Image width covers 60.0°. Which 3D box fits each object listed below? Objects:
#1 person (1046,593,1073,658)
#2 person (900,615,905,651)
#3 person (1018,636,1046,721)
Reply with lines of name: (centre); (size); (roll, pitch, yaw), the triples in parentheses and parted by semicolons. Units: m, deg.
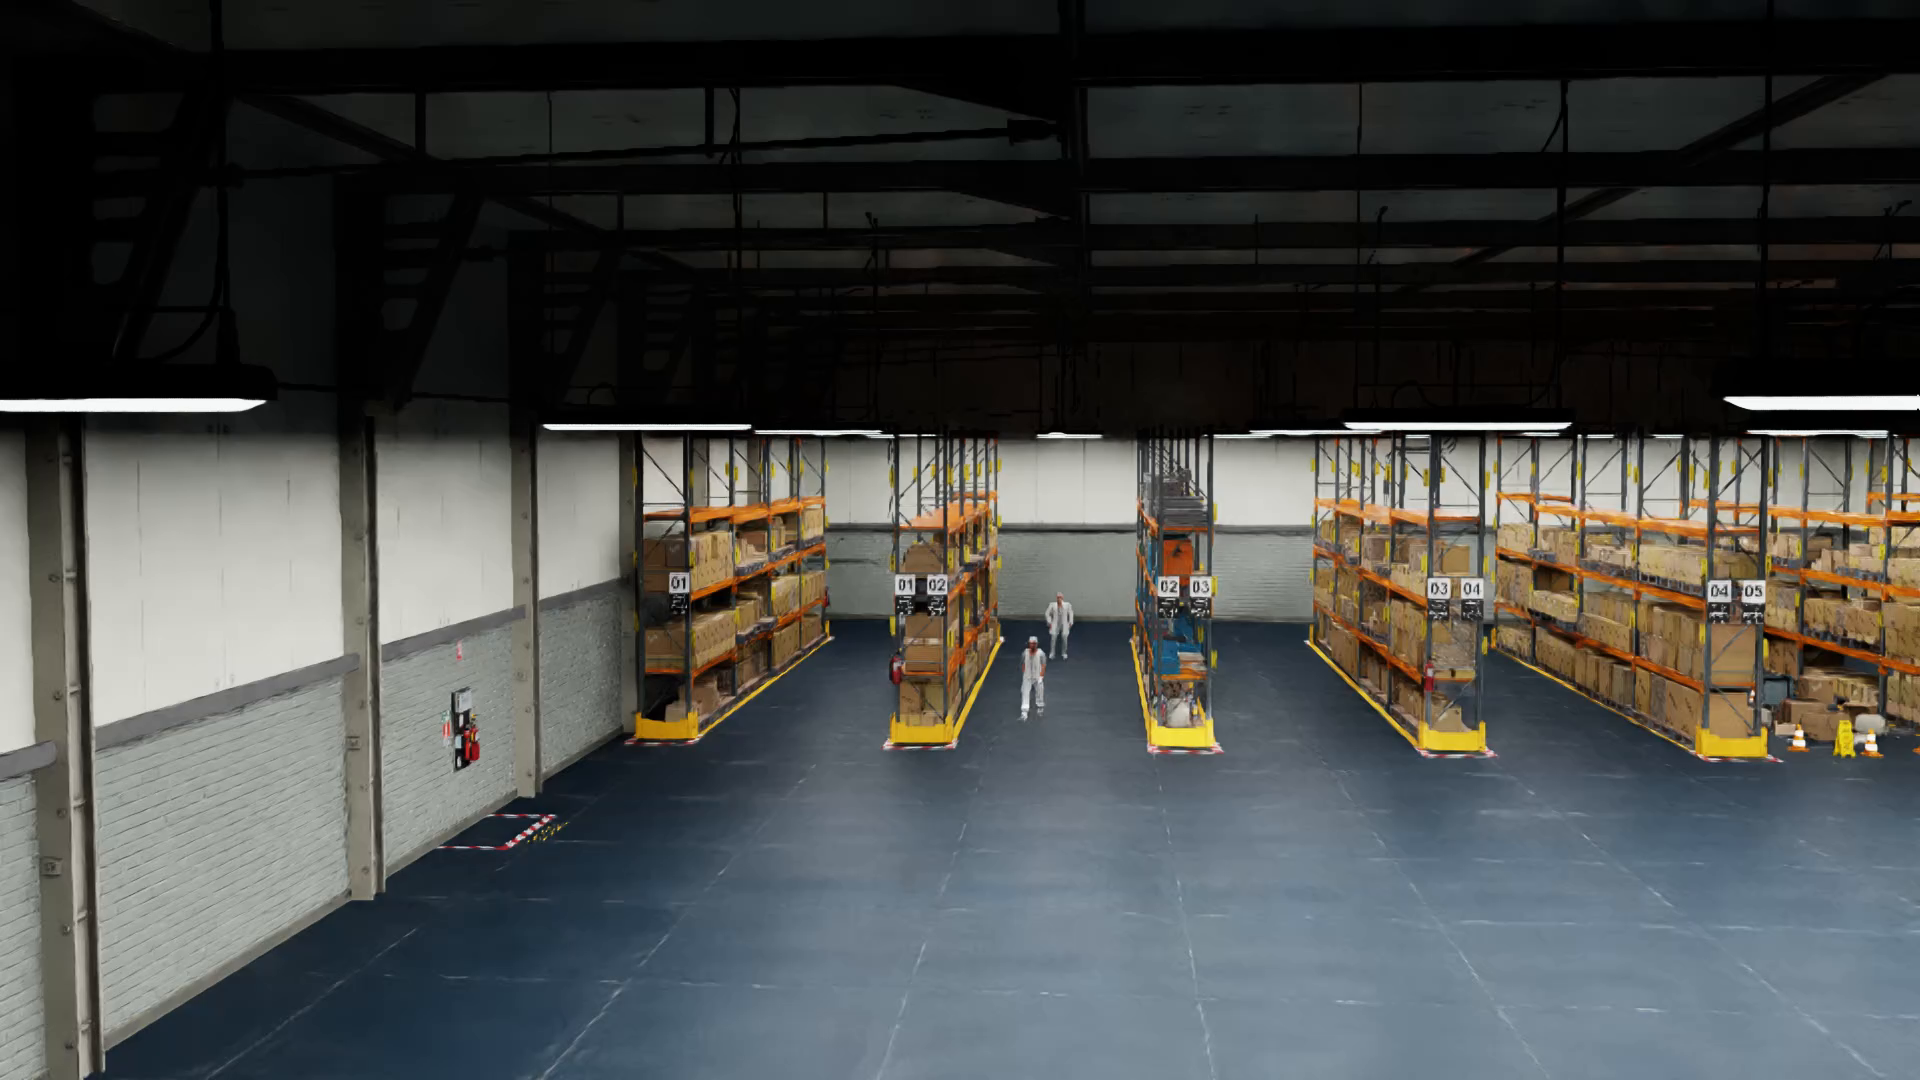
person: (2.610, 2.240, 43.645); (0.729, 1.733, 0.546); (0, 3, 3)
person: (-1.471, 2.234, 44.436); (0.456, 1.575, 1.071); (0, 3, 7)
person: (1.500, 2.808, 33.900); (0.531, 1.728, 1.037); (1, 4, 13)
